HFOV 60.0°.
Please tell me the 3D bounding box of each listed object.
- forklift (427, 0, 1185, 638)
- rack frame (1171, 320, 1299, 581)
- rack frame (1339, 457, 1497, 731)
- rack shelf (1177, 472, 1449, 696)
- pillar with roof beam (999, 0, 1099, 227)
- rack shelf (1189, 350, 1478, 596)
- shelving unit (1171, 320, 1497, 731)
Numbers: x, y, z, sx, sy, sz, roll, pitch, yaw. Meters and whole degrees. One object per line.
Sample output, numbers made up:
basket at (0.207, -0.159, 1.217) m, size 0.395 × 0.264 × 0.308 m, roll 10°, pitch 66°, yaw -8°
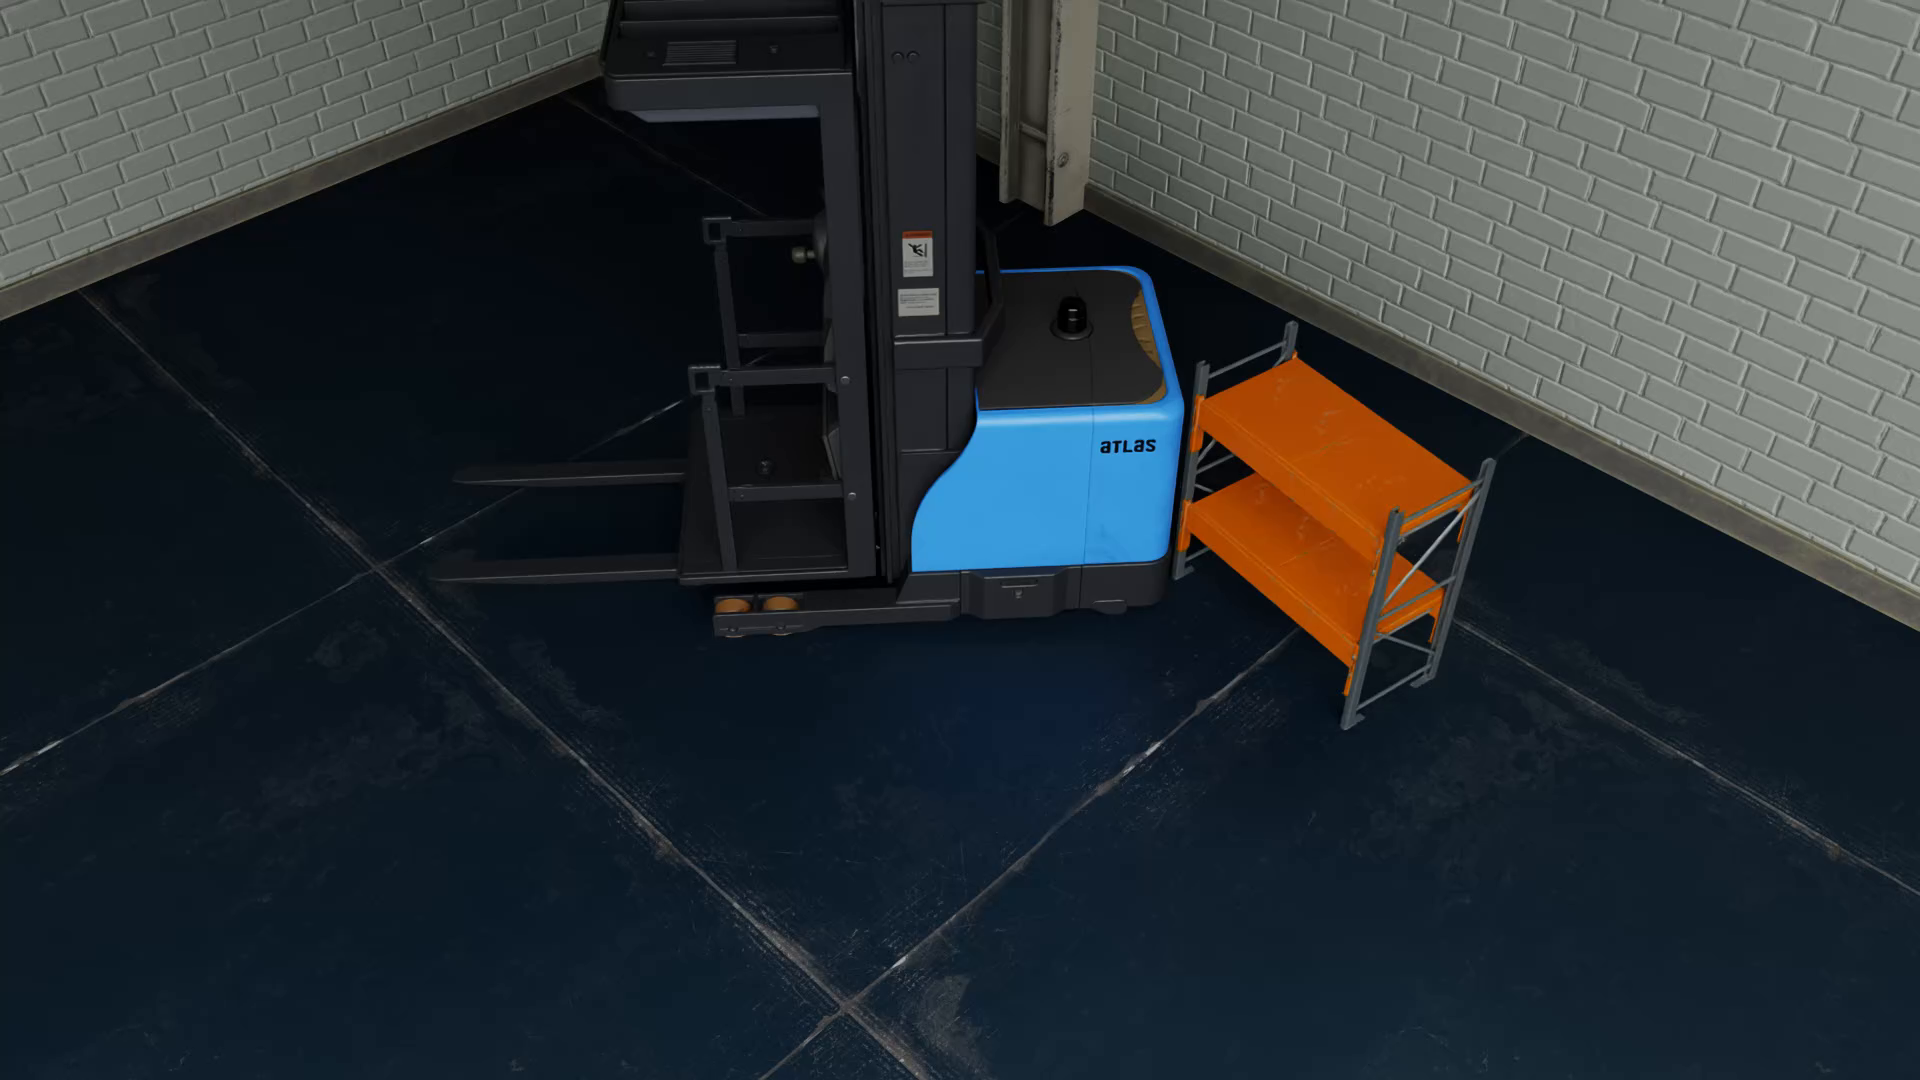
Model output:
forklift at (-0.676, -1.048, 6.224) m, size 3.031 × 2.935 × 1.130 m, roll -2°, pitch 43°, yaw -3°
rack frame at (1.113, -0.345, 6.795) m, size 0.500 × 1.125 × 0.032 m, roll -25°, pitch 48°, yaw -25°
rack frame at (1.690, 0.223, 6.180) m, size 0.500 × 1.125 × 0.032 m, roll -25°, pitch 48°, yaw -25°
rack shelf at (1.401, 0.118, 6.653) m, size 0.538 × 0.278 × 1.000 m, roll -25°, pitch 48°, yaw -25°
pillar with roof beam at (-2.586, -3.124, 4.000) m, size 9.100 × 9.000 × 0.400 m, roll -34°, pitch 53°, yaw -31°
rack shelf at (1.401, -0.276, 6.289) m, size 0.538 × 0.278 × 1.000 m, roll -25°, pitch 48°, yaw -25°
shelving unit at (1.401, -0.061, 6.487) m, size 0.538 × 1.125 × 1.048 m, roll -25°, pitch 48°, yaw -25°
